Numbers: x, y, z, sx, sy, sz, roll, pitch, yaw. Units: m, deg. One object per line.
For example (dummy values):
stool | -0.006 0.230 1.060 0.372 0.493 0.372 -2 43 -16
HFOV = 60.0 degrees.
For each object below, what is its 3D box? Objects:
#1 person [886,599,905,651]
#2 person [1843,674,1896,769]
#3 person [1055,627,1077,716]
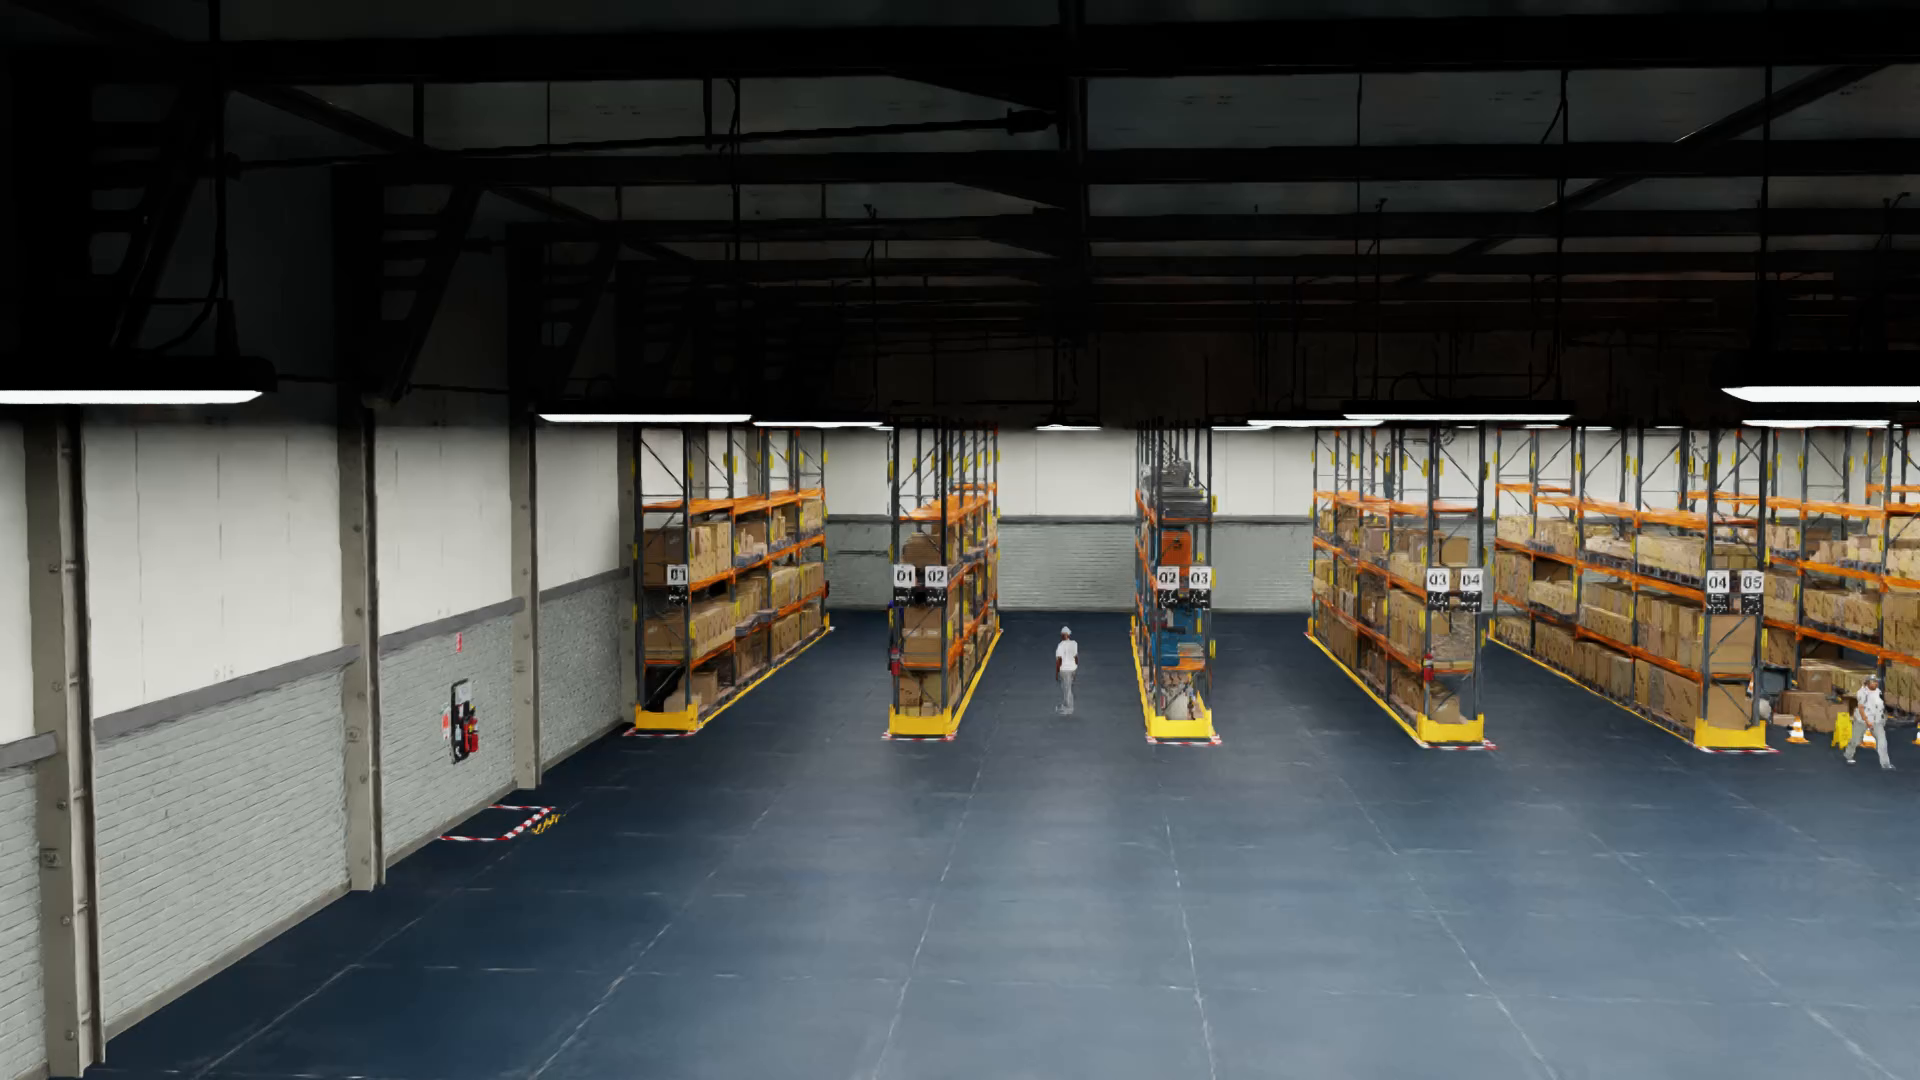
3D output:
person | -1.626 2.103 43.307 0.592 1.604 0.518 0 4 3
person | 15.474 3.057 28.300 0.490 1.587 0.999 0 4 -4
person | 2.121 2.630 33.620 0.580 1.763 0.673 2 4 34
